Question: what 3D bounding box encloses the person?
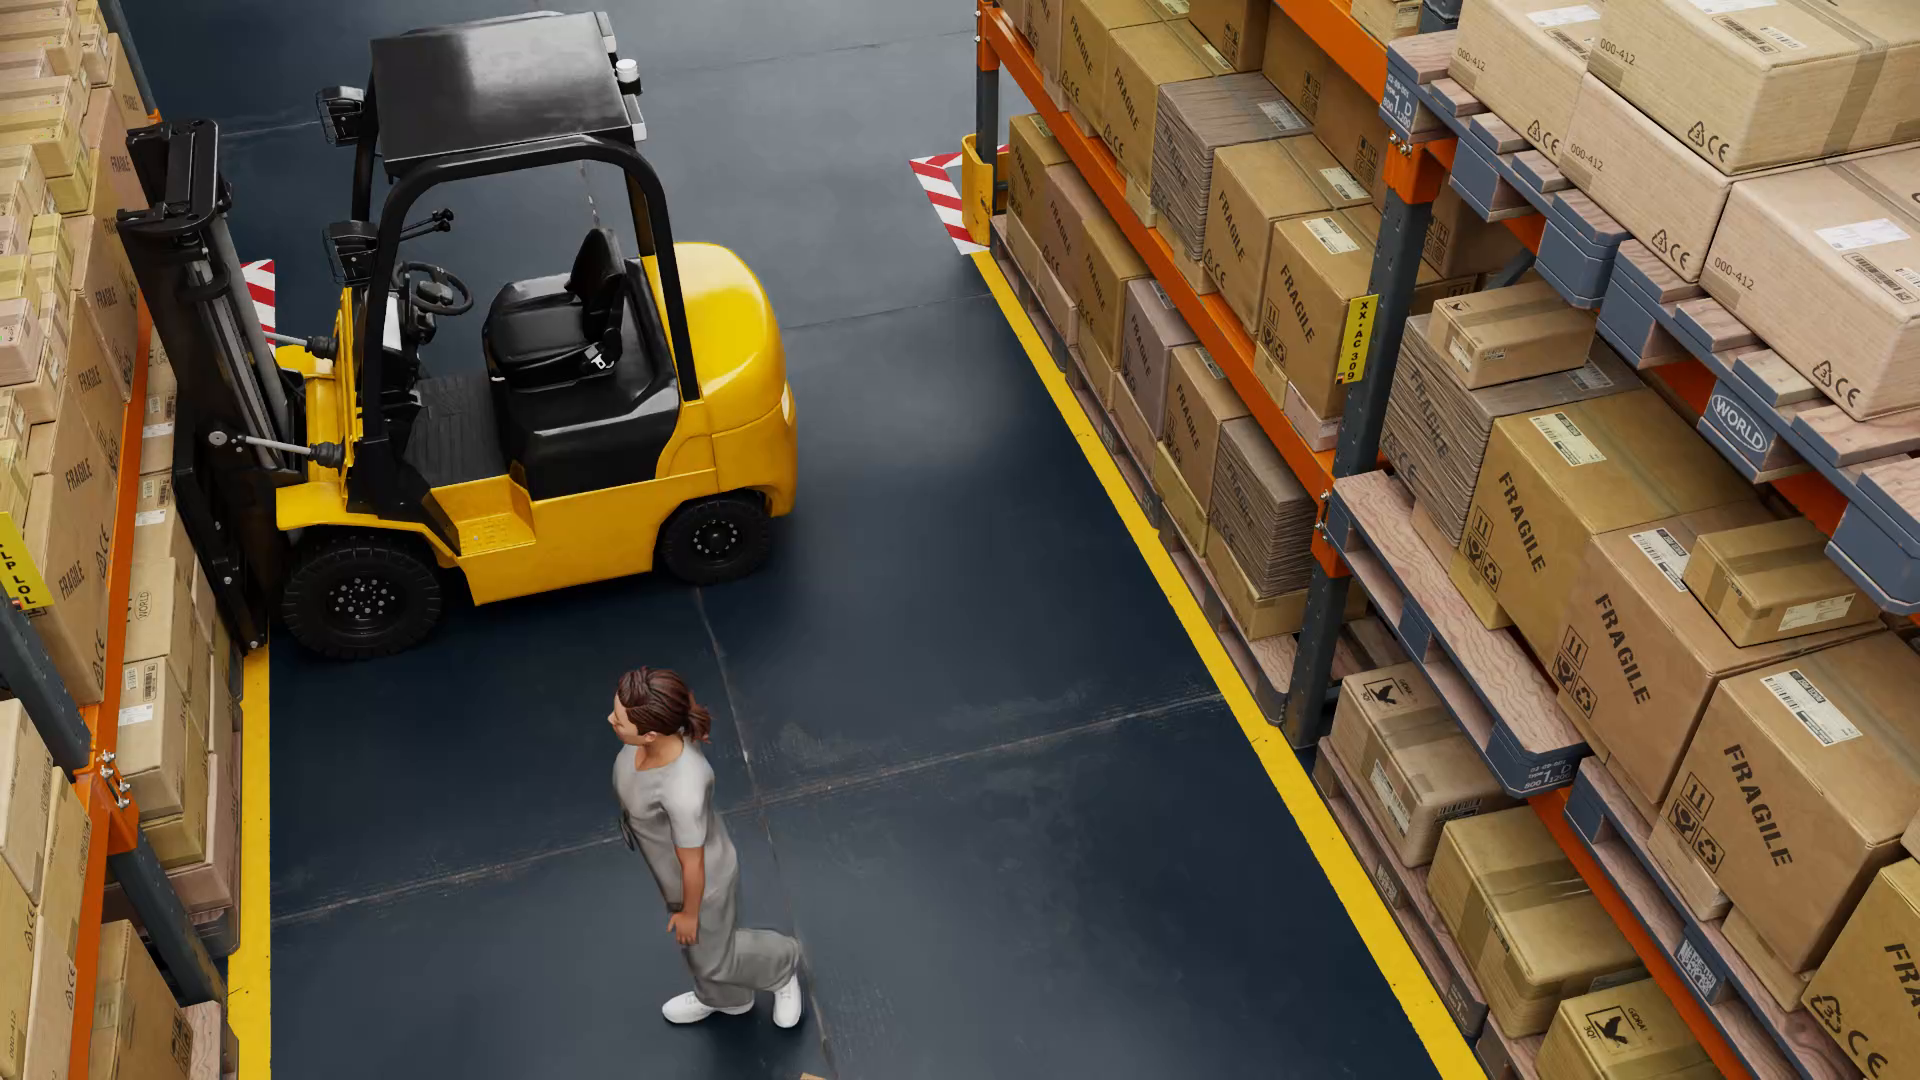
[{"bbox_3d":[-0.769,0.970,5.100,0.497,1.657,0.449,-18,45,-19],"label":"person"}]
